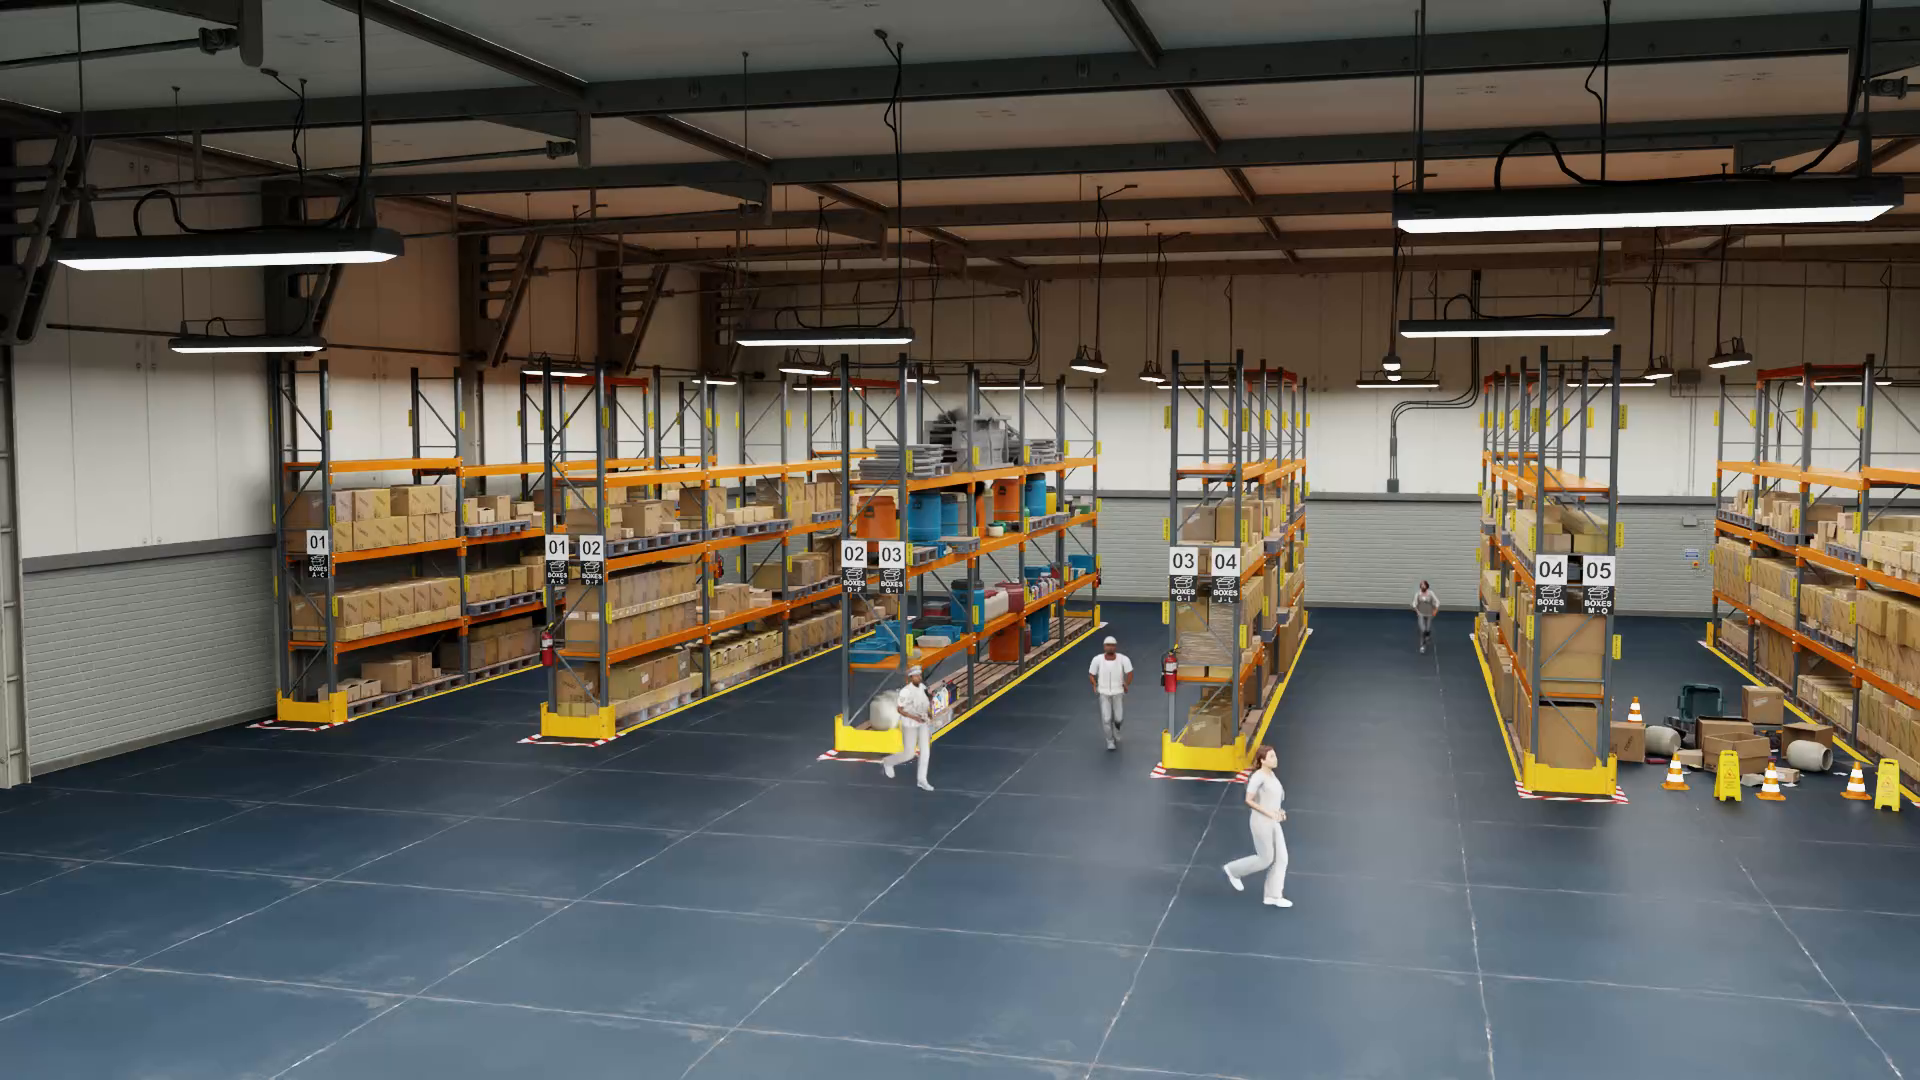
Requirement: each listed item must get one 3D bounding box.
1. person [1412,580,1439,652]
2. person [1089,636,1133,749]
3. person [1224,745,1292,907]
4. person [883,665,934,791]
[{"bbox_3d":[10.082,1.649,36.013,0.557,1.573,0.614,2,4,21],"label":"person"},{"bbox_3d":[2.293,2.321,25.291,0.679,1.721,0.576,0,4,6],"label":"person"},{"bbox_3d":[3.121,2.937,17.245,0.752,1.642,0.563,3,5,36],"label":"person"},{"bbox_3d":[-0.654,2.541,22.745,0.587,1.698,0.831,-4,6,-44],"label":"person"}]
